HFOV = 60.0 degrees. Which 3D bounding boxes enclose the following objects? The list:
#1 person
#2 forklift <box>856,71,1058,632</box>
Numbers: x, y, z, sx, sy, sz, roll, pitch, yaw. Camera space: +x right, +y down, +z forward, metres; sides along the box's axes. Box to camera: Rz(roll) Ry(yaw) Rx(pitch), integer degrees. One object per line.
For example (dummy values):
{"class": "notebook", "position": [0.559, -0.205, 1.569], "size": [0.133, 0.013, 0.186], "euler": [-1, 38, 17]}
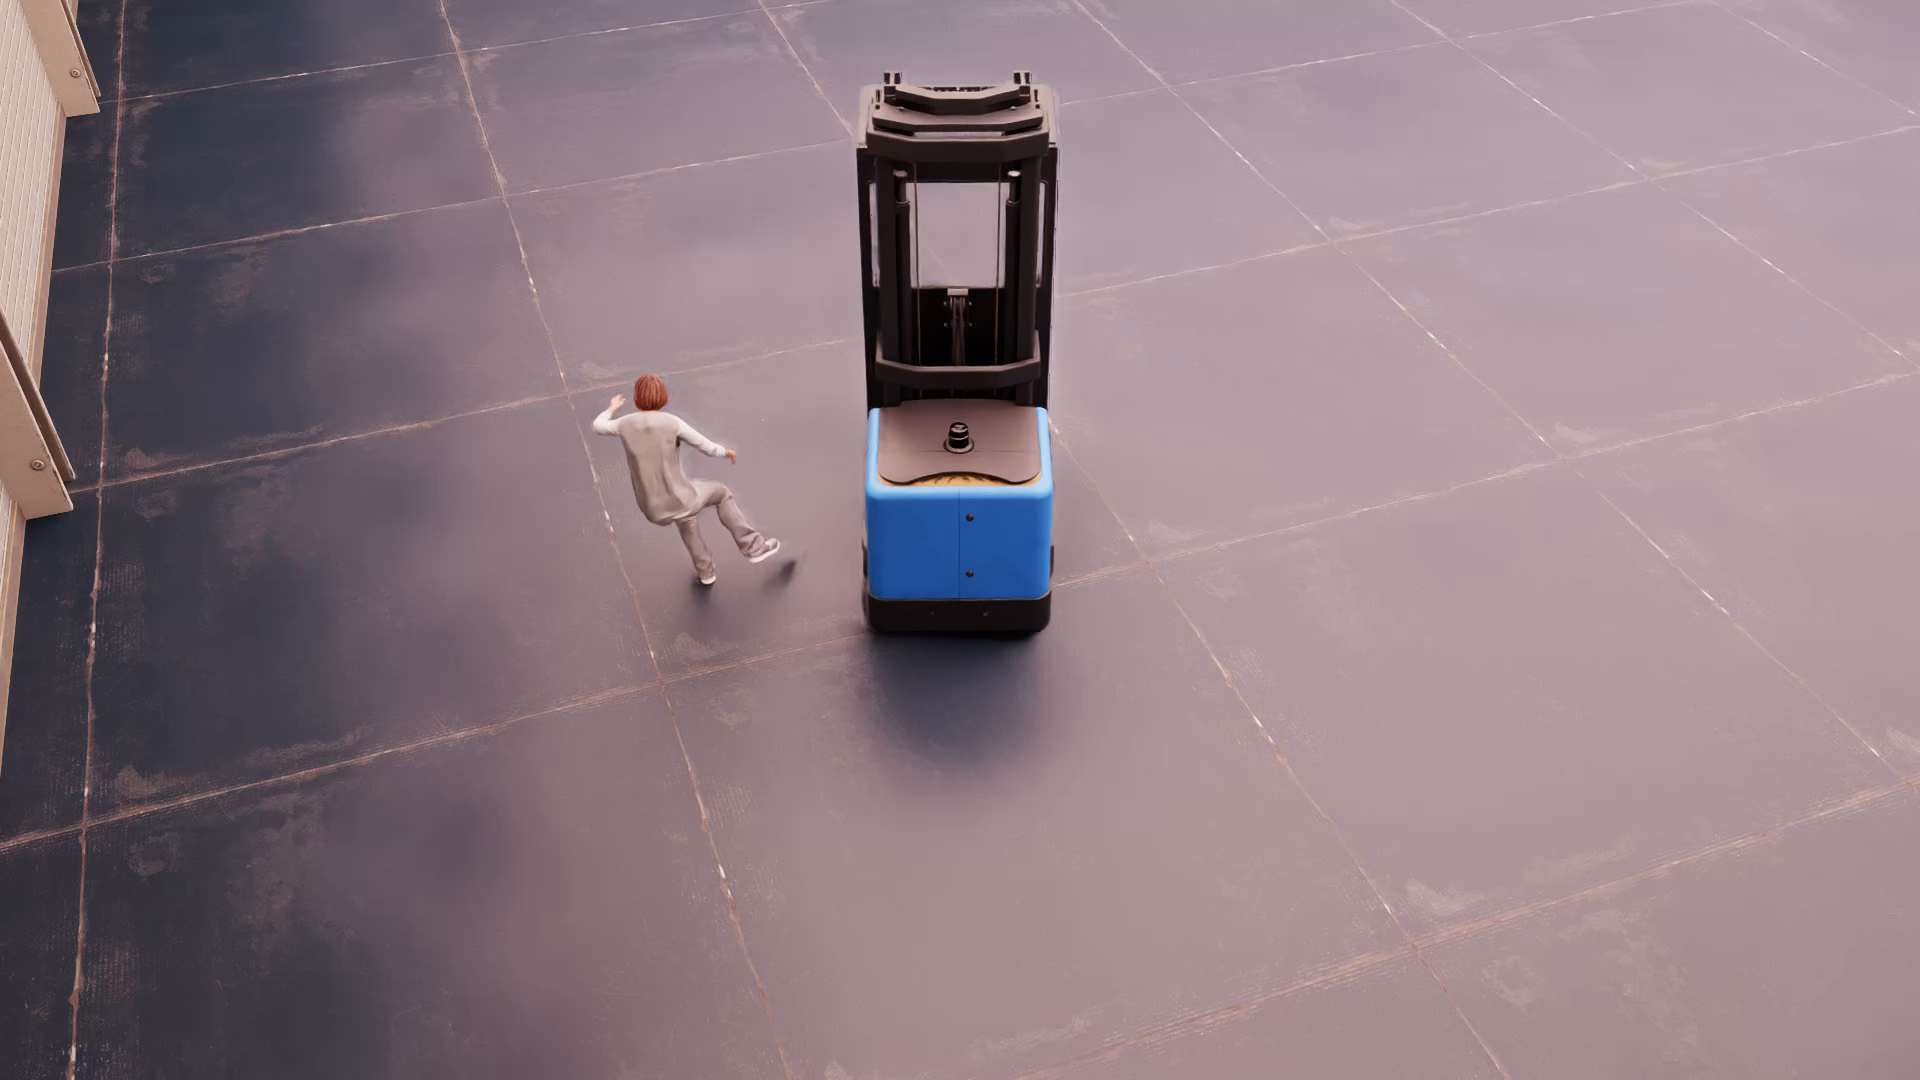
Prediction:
{"class": "person", "position": [-1.595, -0.419, 9.700], "size": [1.005, 1.335, 0.843], "euler": [-5, 40, -6]}
{"class": "forklift", "position": [-0.019, -1.518, 9.805], "size": [1.130, 2.935, 3.031], "euler": [0, 40, 0]}
